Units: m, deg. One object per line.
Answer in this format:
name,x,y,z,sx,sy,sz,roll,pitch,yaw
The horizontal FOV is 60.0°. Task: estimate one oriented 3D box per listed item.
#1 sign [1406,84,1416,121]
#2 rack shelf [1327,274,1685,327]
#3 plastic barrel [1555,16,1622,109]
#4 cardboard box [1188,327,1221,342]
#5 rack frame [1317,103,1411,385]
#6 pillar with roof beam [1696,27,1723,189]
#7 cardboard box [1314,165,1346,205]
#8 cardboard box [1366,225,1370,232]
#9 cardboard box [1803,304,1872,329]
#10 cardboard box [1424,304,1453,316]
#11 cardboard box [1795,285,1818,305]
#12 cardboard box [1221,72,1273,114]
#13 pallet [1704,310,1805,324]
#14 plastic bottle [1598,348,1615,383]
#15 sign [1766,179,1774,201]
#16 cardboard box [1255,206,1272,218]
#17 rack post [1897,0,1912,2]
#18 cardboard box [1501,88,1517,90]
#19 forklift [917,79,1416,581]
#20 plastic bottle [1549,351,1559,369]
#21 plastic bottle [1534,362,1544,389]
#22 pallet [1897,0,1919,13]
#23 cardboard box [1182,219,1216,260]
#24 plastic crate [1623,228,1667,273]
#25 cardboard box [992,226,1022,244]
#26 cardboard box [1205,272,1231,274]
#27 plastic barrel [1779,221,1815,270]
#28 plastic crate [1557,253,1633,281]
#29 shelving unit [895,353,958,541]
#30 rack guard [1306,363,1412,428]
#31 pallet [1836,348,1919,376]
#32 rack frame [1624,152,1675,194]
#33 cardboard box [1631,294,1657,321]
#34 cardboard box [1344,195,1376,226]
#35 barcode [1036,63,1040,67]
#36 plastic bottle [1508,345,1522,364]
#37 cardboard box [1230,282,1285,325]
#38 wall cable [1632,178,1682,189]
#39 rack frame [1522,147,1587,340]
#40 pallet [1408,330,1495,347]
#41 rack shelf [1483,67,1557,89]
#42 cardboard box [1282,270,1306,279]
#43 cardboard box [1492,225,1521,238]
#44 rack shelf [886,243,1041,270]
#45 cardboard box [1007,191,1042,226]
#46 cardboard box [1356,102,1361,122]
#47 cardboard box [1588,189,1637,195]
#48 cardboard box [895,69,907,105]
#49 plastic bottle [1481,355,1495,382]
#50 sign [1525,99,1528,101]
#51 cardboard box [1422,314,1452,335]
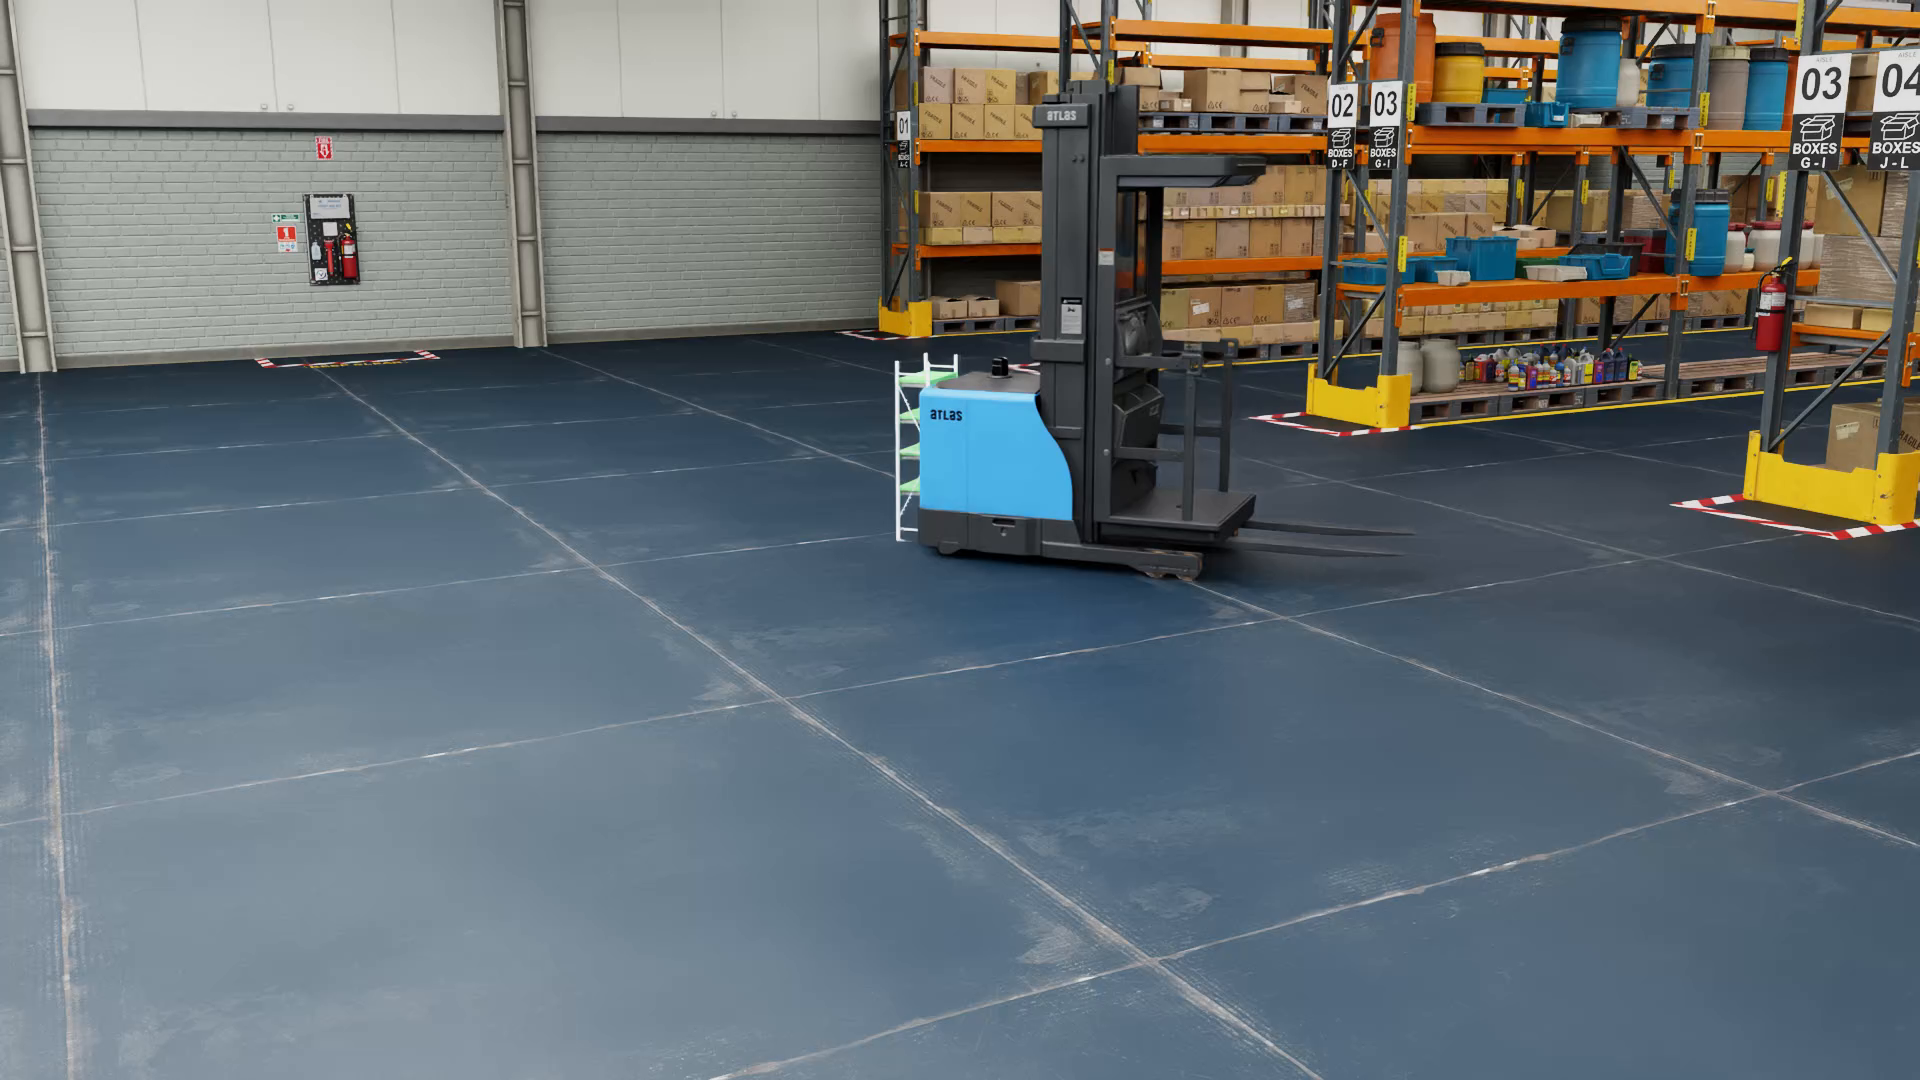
sign,4.119,-3.996,15.181,0.005,0.325,0.100,-7,14,-28
rack shelf,5.615,-2.494,16.999,4.000,0.370,1.077,-7,14,-28
plastic barrel,6.446,-4.884,17.051,0.708,0.901,0.600,-7,14,-28
cardboard box,2.943,-2.573,21.014,0.500,0.250,0.500,-7,14,-28
rack frame,3.860,-2.635,15.985,0.127,3.000,1.000,-7,14,-28
pillar with roof beam,17.175,-8.775,29.605,0.400,9.000,9.100,-7,14,-28
cardboard box,4.614,-4.644,21.732,0.500,0.500,0.700,-7,14,-28
cardboard box,6.760,-5.288,28.299,0.250,0.149,0.380,-7,14,-27
cardboard box,6.384,-1.627,12.081,0.250,0.149,0.380,-7,14,-28
cardboard box,6.378,-3.249,22.745,0.500,0.311,0.500,-7,15,-30
cardboard box,13.669,-4.048,26.946,0.637,0.503,0.797,-7,14,-28
cardboard box,3.495,-5.649,21.034,0.637,0.503,0.797,-5,14,-22
pallet,12.626,-3.564,26.464,1.213,0.211,1.003,-7,14,-28
plastic bottle,6.775,-1.834,17.460,0.185,0.351,0.144,-8,15,-31
sign,12.291,-5.310,25.237,0.005,0.325,0.100,-7,14,-28
cardboard box,3.749,-4.173,21.113,0.250,0.149,0.380,-6,14,-26
rack post,11.498,-6.450,19.448,0.937,0.300,0.954,-7,14,-28
cardboard box,10.147,-7.935,30.152,0.500,0.500,0.500,-7,14,-28
forklift,1.297,-1.316,10.280,3.031,2.935,1.130,5,14,21
plastic bottle,6.394,-1.896,17.913,0.097,0.271,0.097,0,13,0
plastic bottle,5.901,-1.685,16.977,0.097,0.271,0.097,0,13,0
pallet,11.529,-6.186,19.441,1.003,0.211,1.213,-7,14,-28
cardboard box,2.803,-3.792,20.901,0.500,0.500,0.700,-7,14,-27
plastic crate,7.649,-3.197,18.336,0.583,0.464,0.402,-7,14,-28
cardboard box,0.592,-4.581,24.927,0.500,0.250,0.500,-7,15,-29
cardboard box,4.102,-4.509,27.296,0.500,0.250,0.500,-7,15,-29
plastic barrel,9.339,-3.303,18.644,0.433,0.535,0.433,0,13,0
plastic crate,6.529,-2.814,17.121,0.616,0.251,0.499,-7,14,-28
shelving unit,-0.219,-0.622,11.142,0.258,1.200,0.503,5,14,21
rack guard,3.904,-1.432,16.335,0.348,0.500,1.175,-7,14,-28
pallet,11.554,-2.207,20.435,1.213,0.211,1.003,-7,14,-28
rack frame,13.157,-6.227,31.948,0.127,3.000,1.000,-7,14,-28
cardboard box,9.947,-3.527,24.642,0.500,0.500,0.500,-7,14,-29
cardboard box,6.684,-5.591,28.170,0.500,0.500,0.500,-6,14,-26
barcode,1.198,-7.292,25.519,0.075,0.075,0.001,-7,14,-28
plastic bottle,5.924,-1.908,17.788,0.185,0.351,0.144,-7,14,-28
cardboard box,3.817,-3.045,21.407,0.500,0.500,0.500,-7,14,-28
wall cable,13.827,-7.040,33.245,1.851,1.984,0.084,-7,14,-28
rack frame,8.511,-4.431,23.968,0.127,3.000,1.000,-7,14,-28
pallet,6.701,-2.864,23.356,1.213,0.211,1.003,-7,14,-28
rack shelf,11.401,-8.398,30.477,4.000,0.370,1.077,-7,14,-28
cardboard box,5.528,-4.295,28.053,0.500,0.500,0.700,-7,14,-27
cardboard box,7.634,-4.331,23.725,0.500,0.311,0.500,-7,14,-29
rack shelf,0.868,-4.403,25.482,4.000,0.370,1.077,-7,14,-28
cardboard box,1.018,-4.999,25.076,0.500,0.500,0.500,-6,14,-26
cardboard box,5.546,-5.669,22.019,0.500,0.250,0.500,-5,14,-22
cardboard box,12.080,-6.239,31.318,0.700,0.700,0.980,-7,14,-28
cardboard box,-0.634,-6.649,24.442,0.500,0.500,0.500,-6,14,-25
plastic bottle,5.547,-1.803,17.472,0.133,0.283,0.061,-7,14,-28
sign,9.914,-7.572,29.197,0.005,0.325,0.100,-7,14,-28
cardboard box,6.376,-2.977,22.813,0.500,0.250,0.500,-7,15,-30
